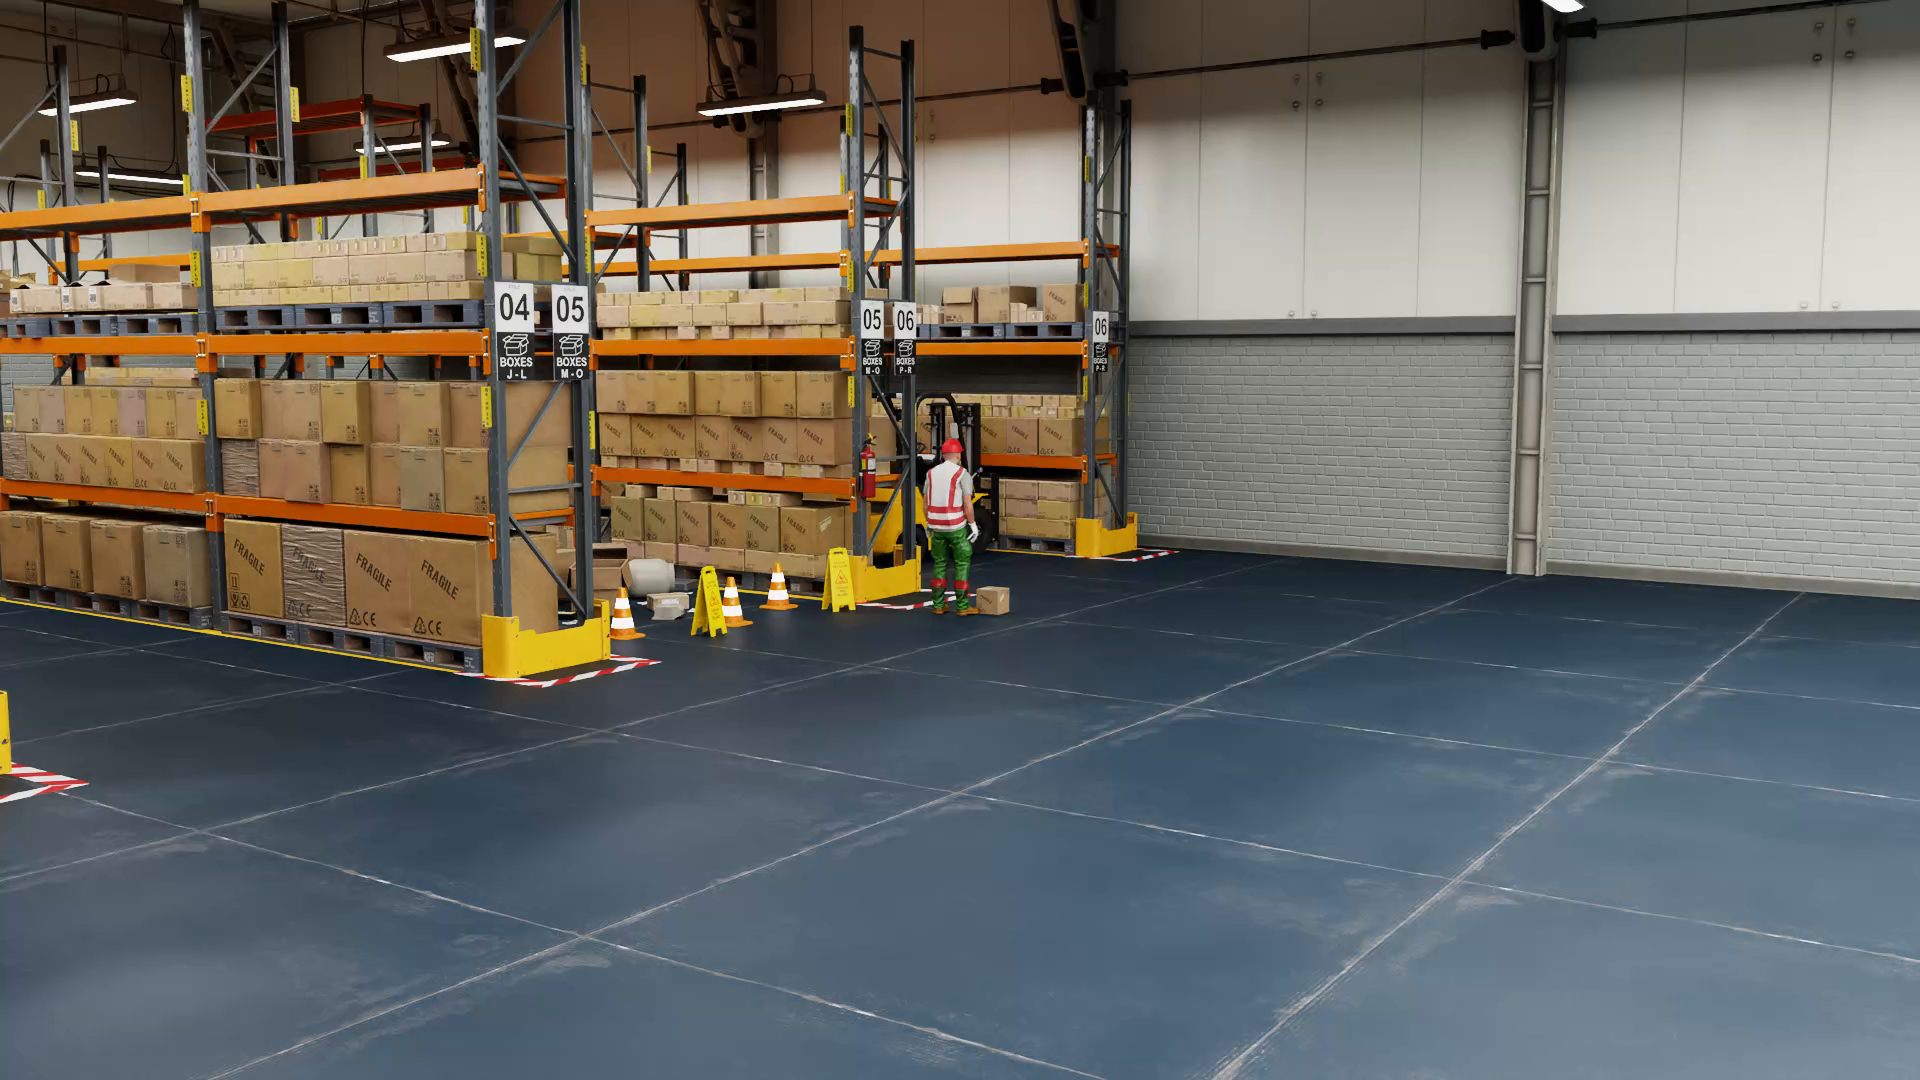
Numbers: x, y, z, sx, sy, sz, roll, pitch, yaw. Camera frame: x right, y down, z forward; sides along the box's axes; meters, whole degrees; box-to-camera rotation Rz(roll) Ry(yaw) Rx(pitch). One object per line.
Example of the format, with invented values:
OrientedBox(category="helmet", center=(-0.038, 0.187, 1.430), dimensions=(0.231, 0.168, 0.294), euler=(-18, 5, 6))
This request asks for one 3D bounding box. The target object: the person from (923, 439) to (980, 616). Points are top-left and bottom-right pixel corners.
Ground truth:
OrientedBox(category="person", center=(-0.089, -0.131, 16.862), dimensions=(0.604, 1.778, 0.453), euler=(4, 7, 30))
